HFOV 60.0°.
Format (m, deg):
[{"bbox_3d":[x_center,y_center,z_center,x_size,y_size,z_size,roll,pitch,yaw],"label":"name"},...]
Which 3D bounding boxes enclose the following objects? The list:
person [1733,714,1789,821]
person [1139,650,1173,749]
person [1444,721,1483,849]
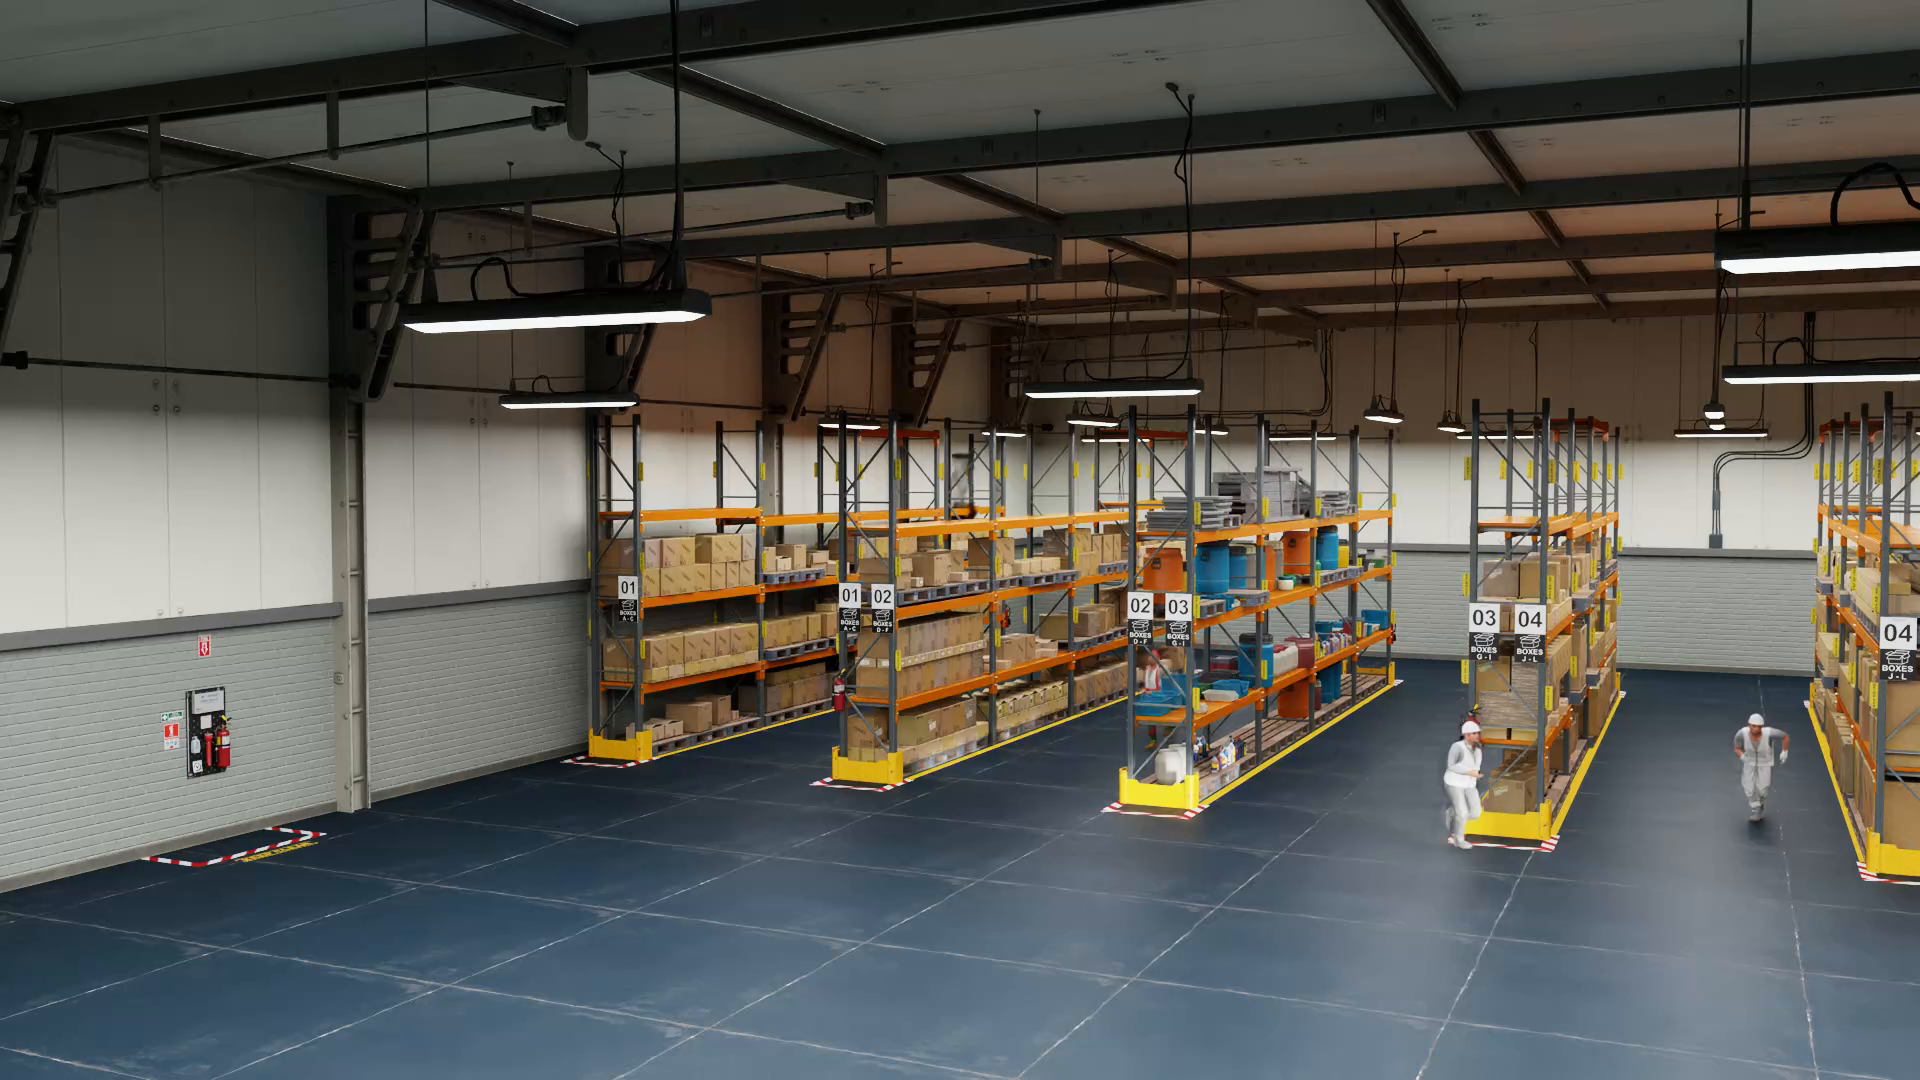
[{"bbox_3d":[11.339,3.233,23.551,0.697,1.594,0.842,1,3,31],"label":"person"},{"bbox_3d":[3.618,2.887,30.205,0.697,1.777,0.664,-2,3,-45],"label":"person"},{"bbox_3d":[6.688,3.243,22.042,0.640,1.715,0.712,-1,3,-26],"label":"person"}]
